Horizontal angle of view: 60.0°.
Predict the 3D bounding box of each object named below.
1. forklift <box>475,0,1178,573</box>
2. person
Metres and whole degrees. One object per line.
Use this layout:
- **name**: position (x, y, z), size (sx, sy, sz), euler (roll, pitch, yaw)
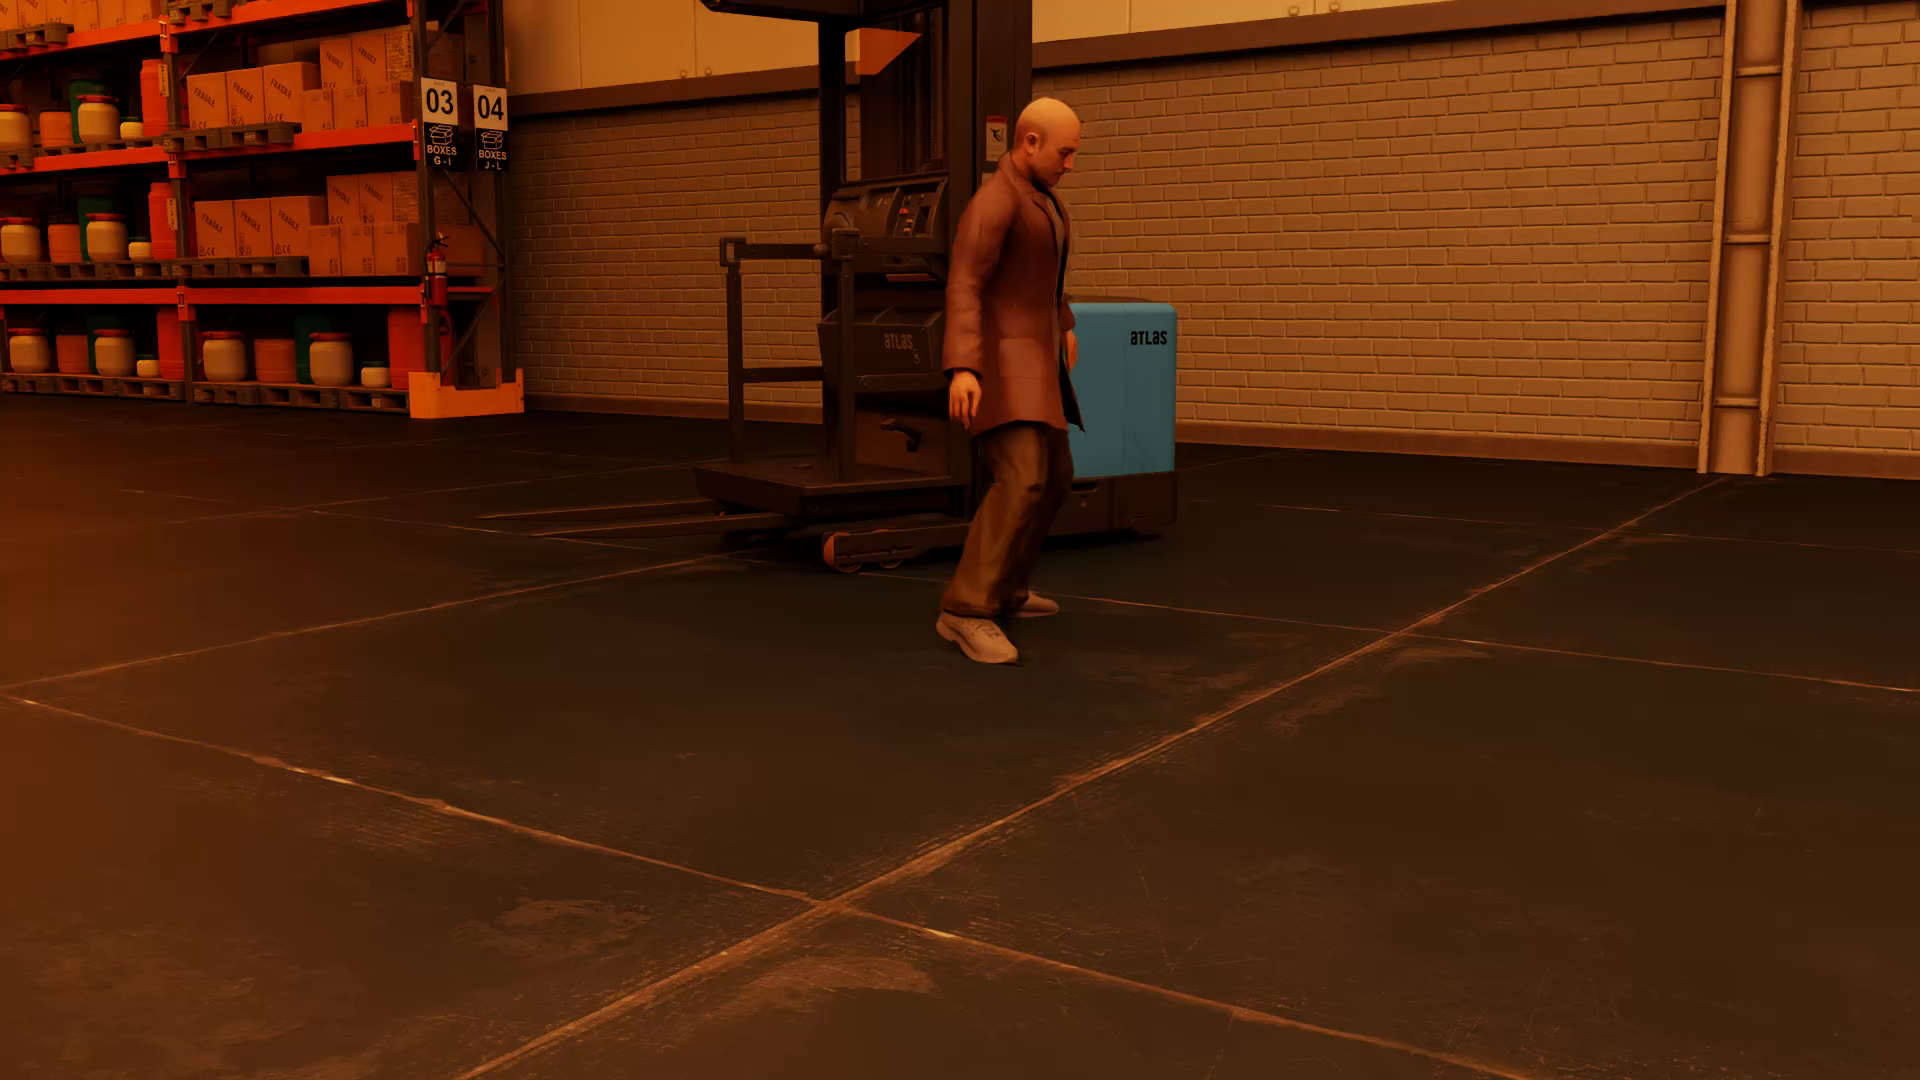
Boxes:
- **forklift**: position (-0.507, -1.403, 7.061), size (3.031, 2.935, 1.130), euler (-5, 10, -33)
- **person**: position (0.174, -0.535, 5.378), size (0.441, 1.717, 1.059), euler (2, 8, 15)
